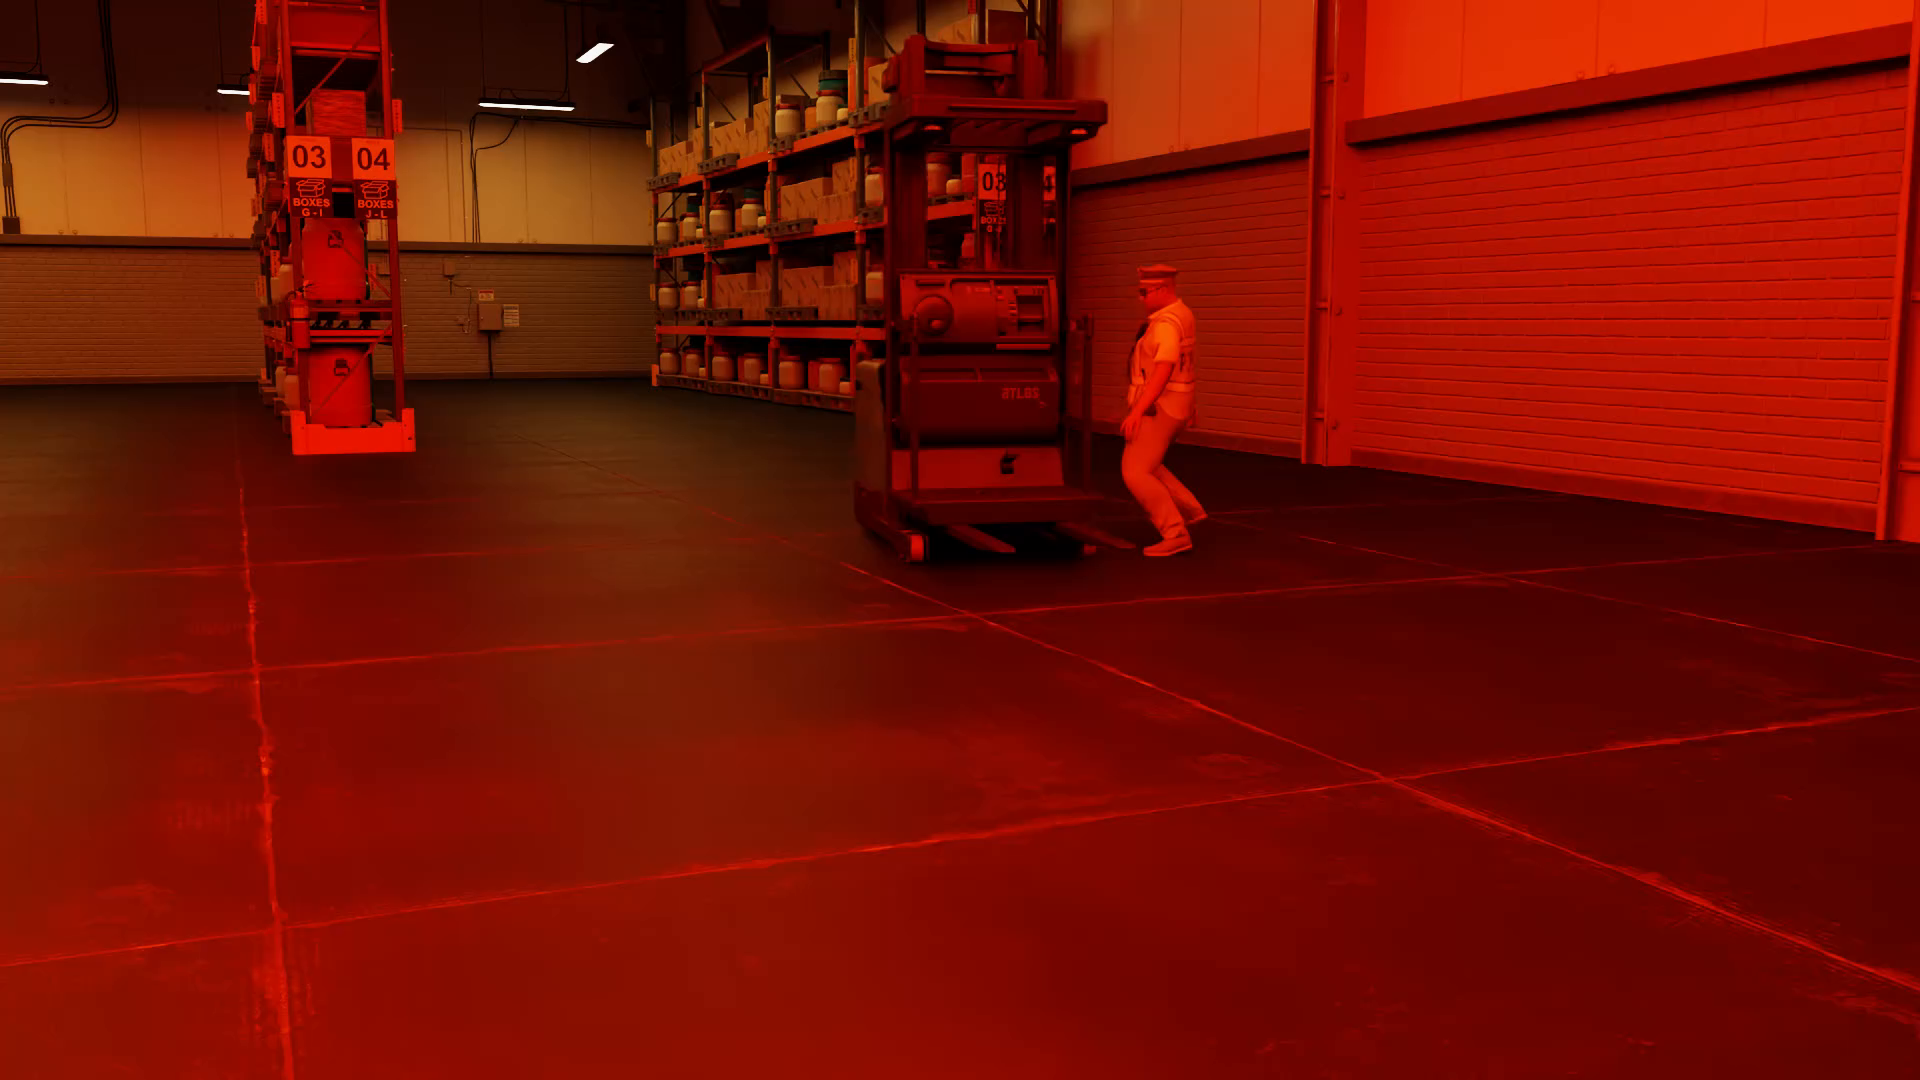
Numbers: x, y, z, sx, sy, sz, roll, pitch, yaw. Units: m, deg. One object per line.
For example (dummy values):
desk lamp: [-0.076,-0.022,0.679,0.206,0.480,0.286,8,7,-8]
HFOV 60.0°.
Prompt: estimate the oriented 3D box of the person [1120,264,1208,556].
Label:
person: [1.181,-0.776,9.778,0.517,1.663,0.921,3,8,21]

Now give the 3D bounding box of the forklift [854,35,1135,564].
forklift: [0.165,-1.375,9.371,1.130,2.935,3.031,-2,8,-14]
